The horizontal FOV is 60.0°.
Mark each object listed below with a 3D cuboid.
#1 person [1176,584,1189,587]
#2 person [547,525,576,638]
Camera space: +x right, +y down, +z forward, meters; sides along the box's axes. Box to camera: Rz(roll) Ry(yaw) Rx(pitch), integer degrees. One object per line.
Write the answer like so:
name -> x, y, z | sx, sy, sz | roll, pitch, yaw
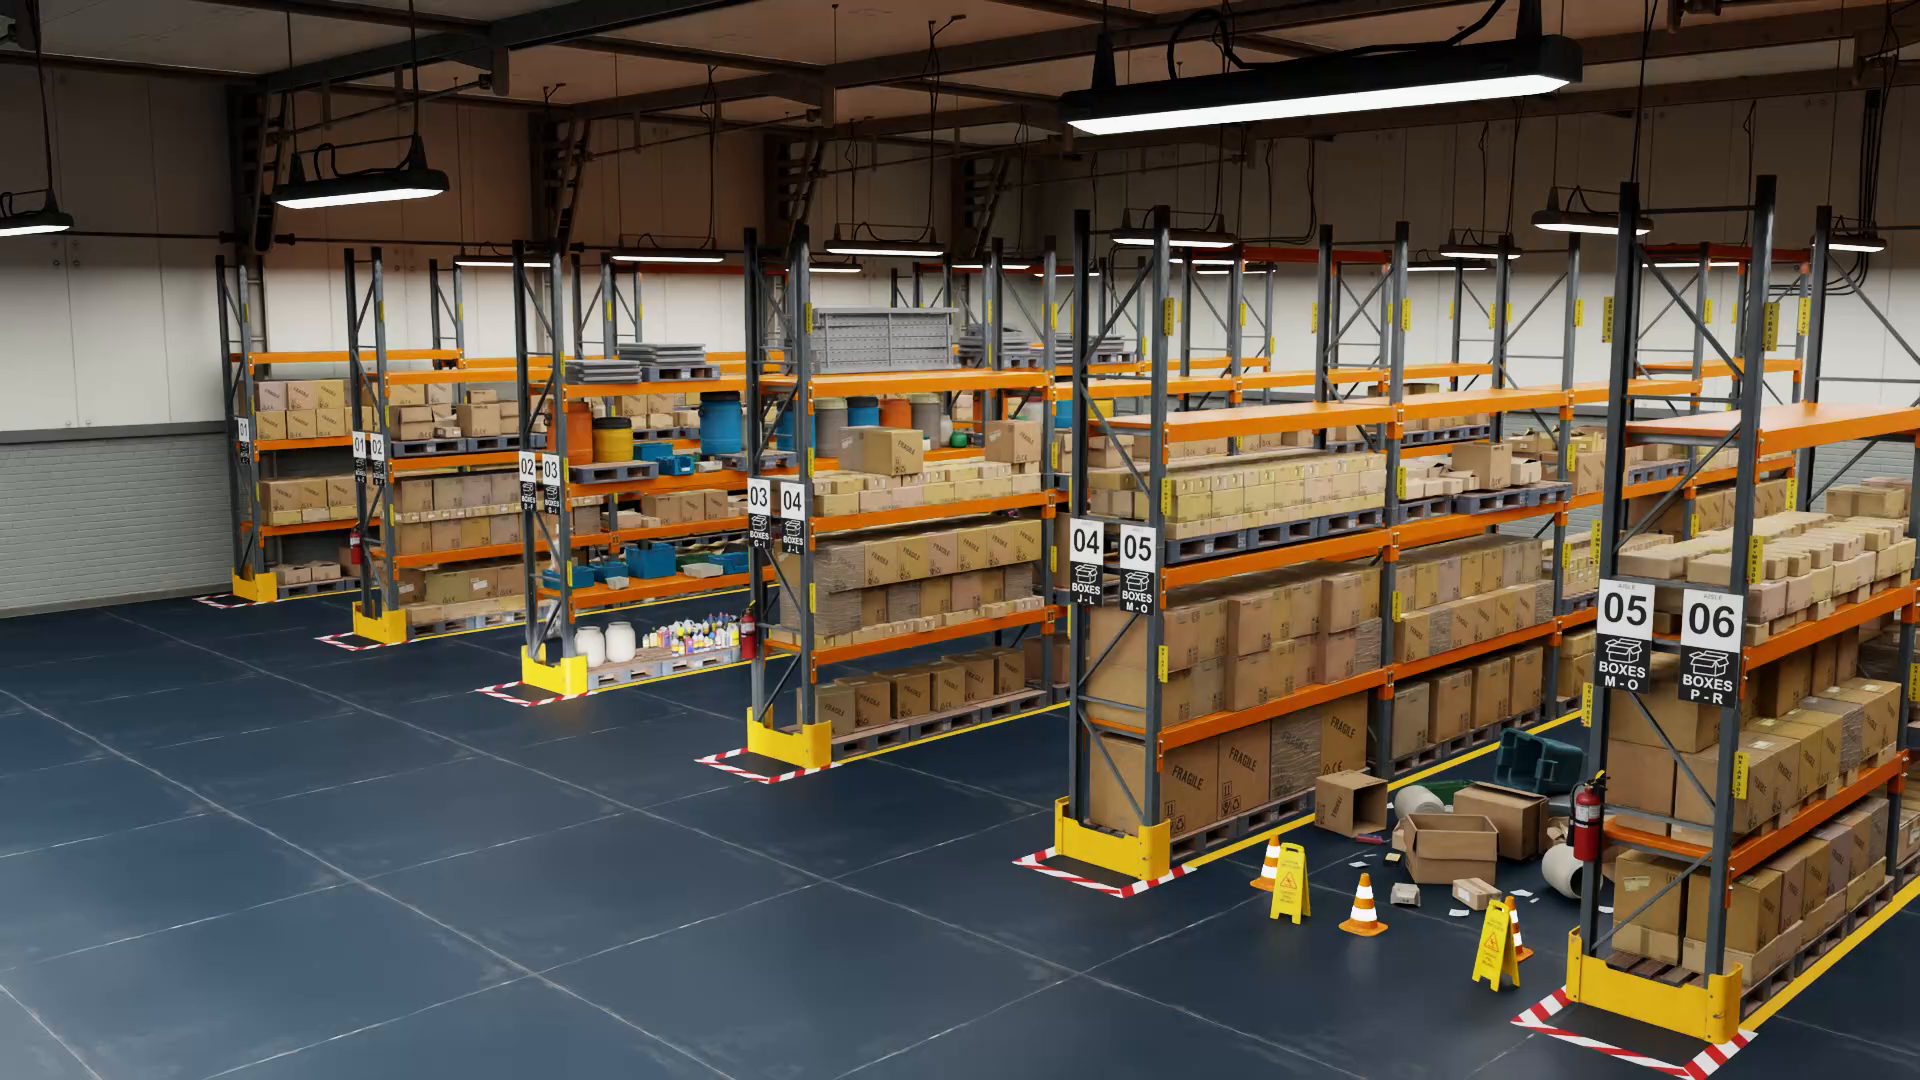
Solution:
person -> 2.885, 1.255, 21.746 | 0.632, 1.746, 0.591 | -5, 10, -33
person -> -6.195, 0.627, 25.784 | 0.503, 1.766, 0.569 | -5, 10, -32
